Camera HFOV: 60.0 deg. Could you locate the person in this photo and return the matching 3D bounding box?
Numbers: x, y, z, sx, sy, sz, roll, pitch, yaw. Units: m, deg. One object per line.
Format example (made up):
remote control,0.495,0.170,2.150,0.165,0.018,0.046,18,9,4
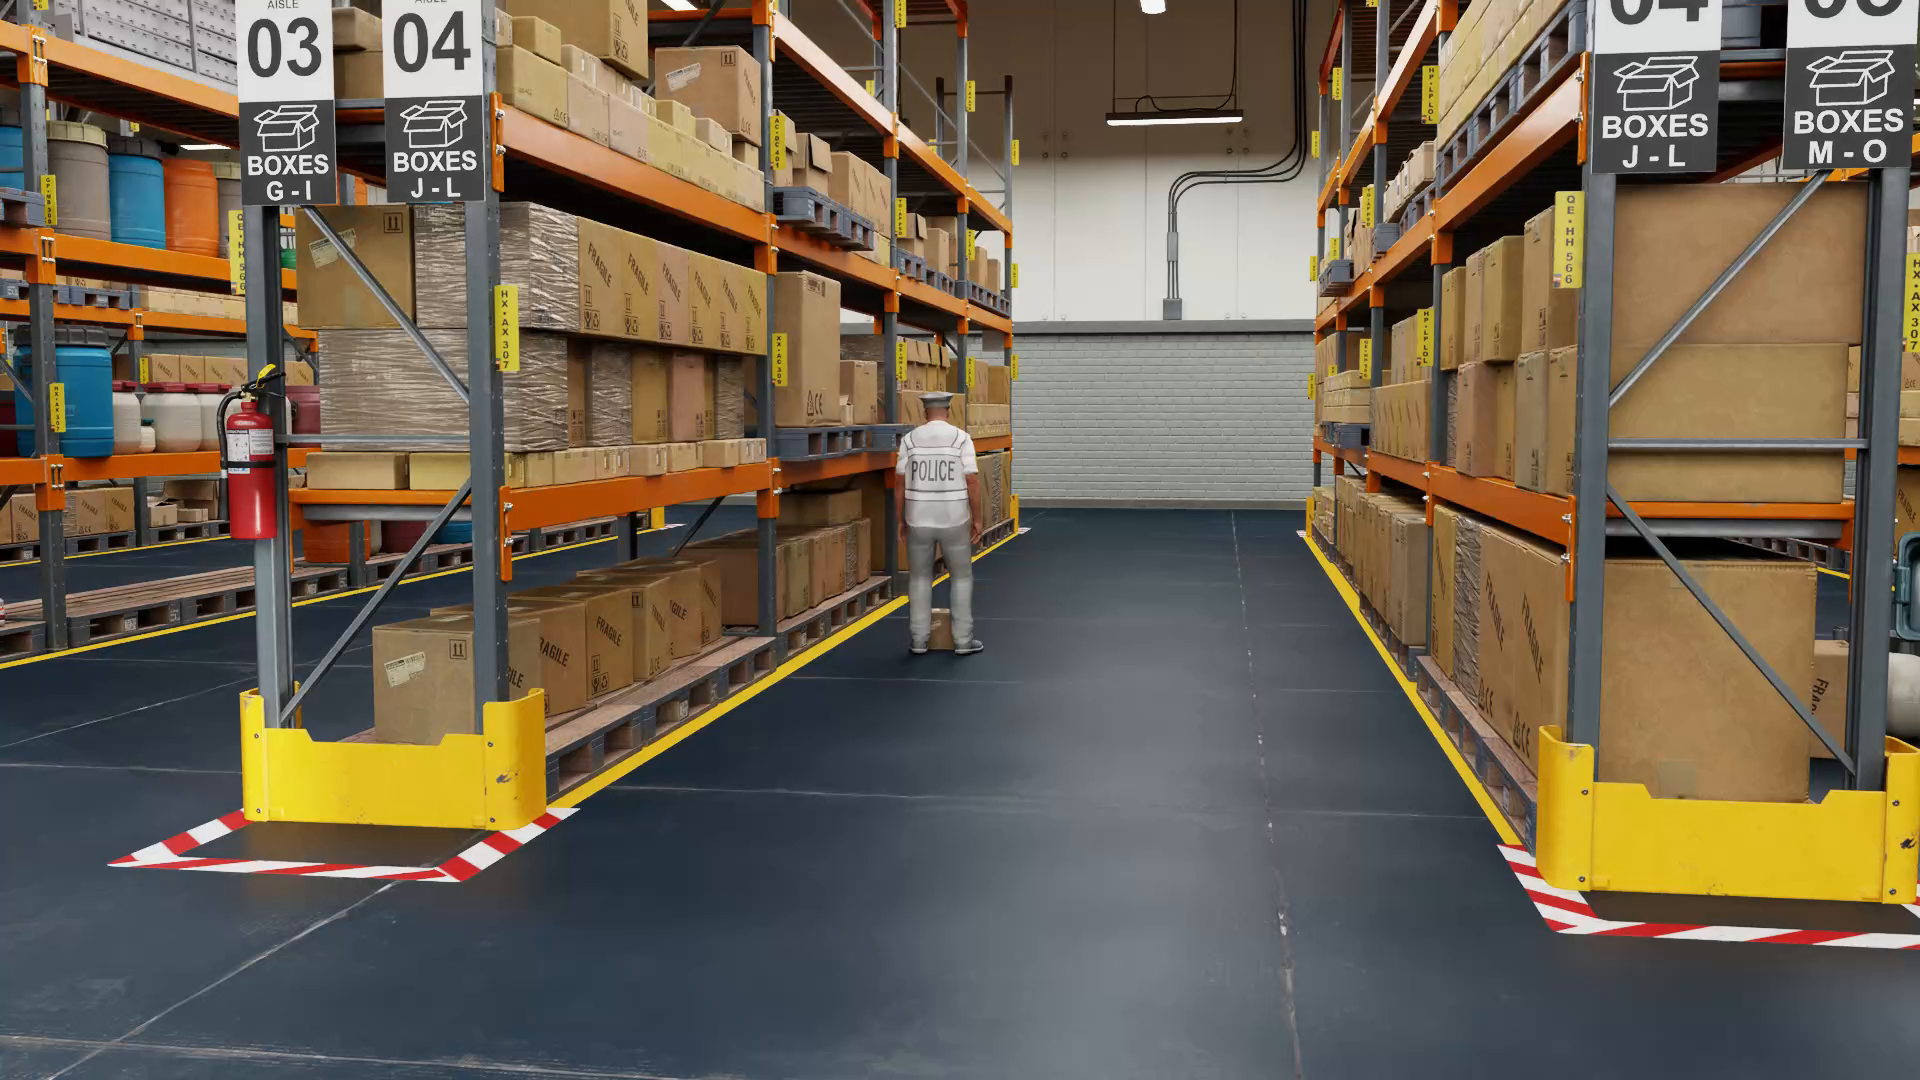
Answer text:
person,-0.145,-0.116,11.085,0.585,1.747,0.439,1,4,9
